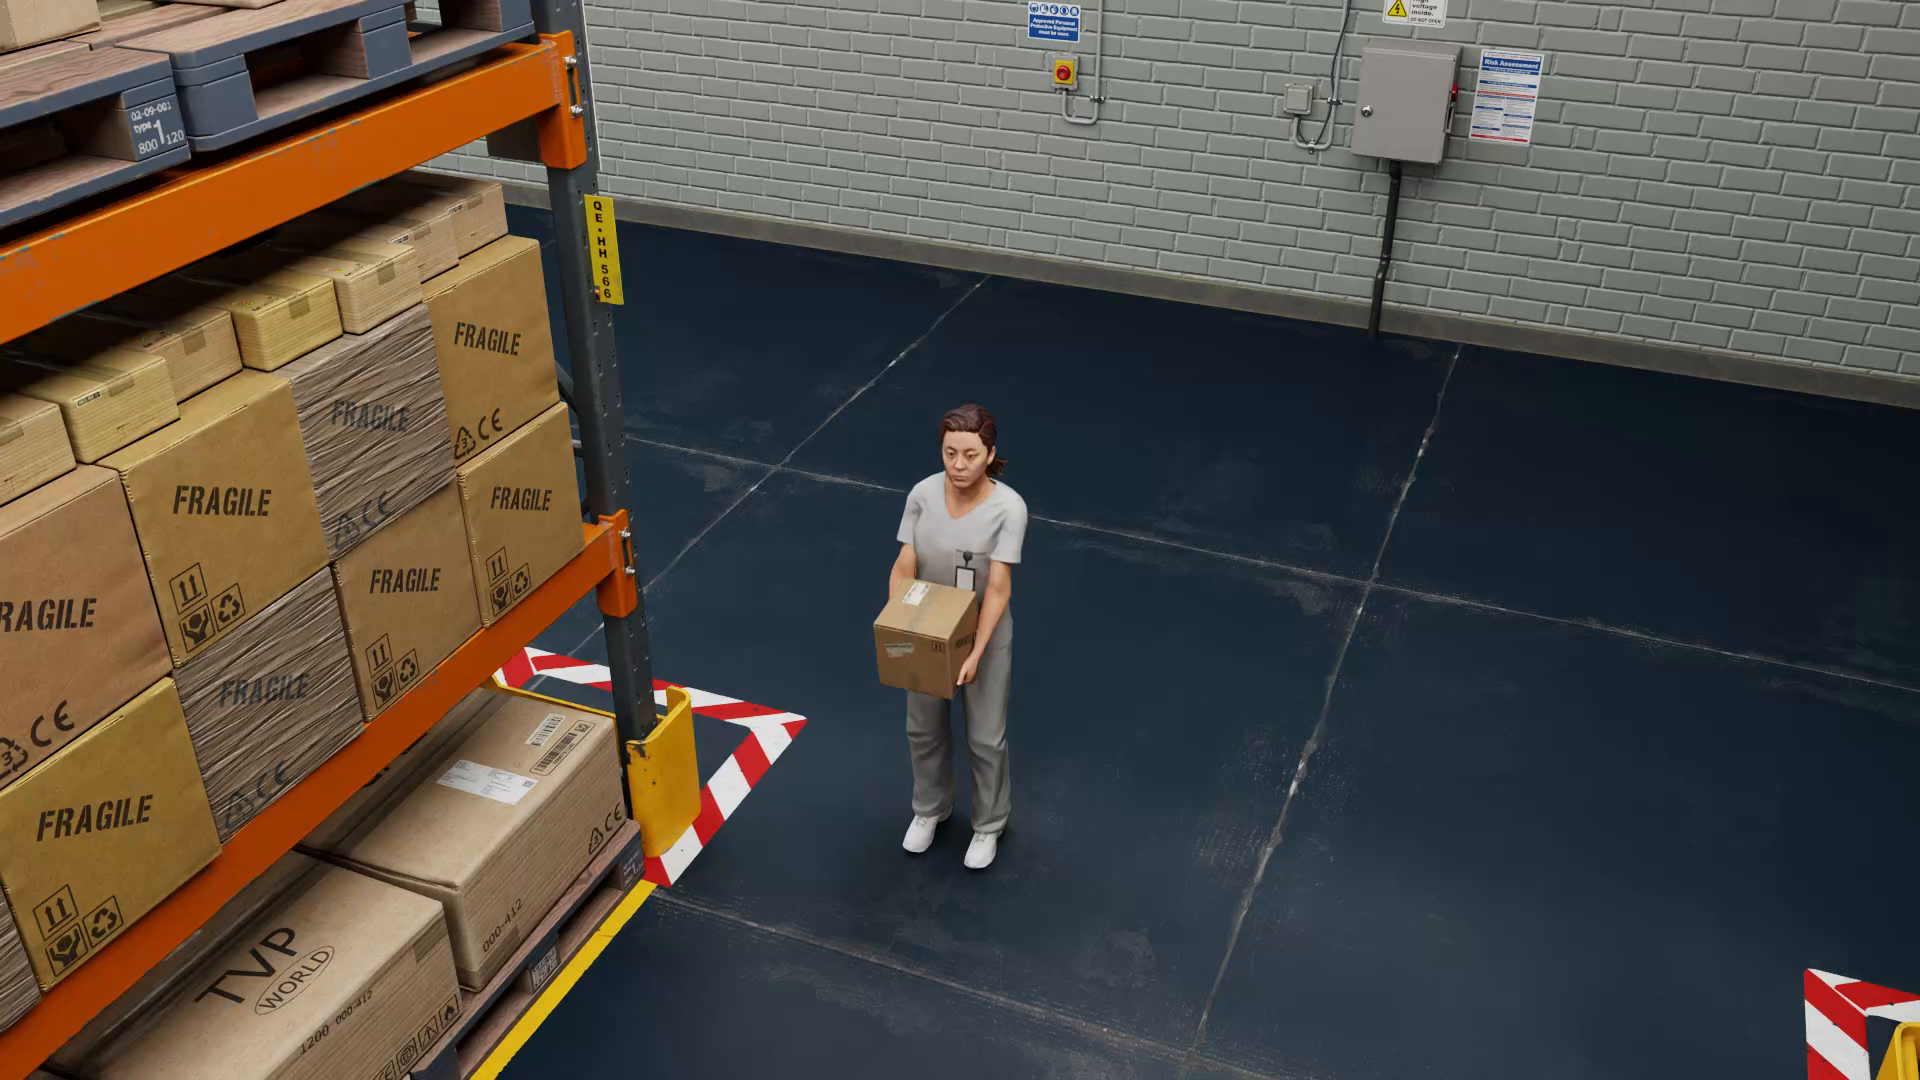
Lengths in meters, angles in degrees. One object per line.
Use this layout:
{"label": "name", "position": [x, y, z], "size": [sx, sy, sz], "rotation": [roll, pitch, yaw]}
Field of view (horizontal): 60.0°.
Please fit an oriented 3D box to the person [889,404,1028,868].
{"label": "person", "position": [-0.024, 0.366, 5.501], "size": [0.424, 1.668, 0.542], "rotation": [11, 32, 19]}
